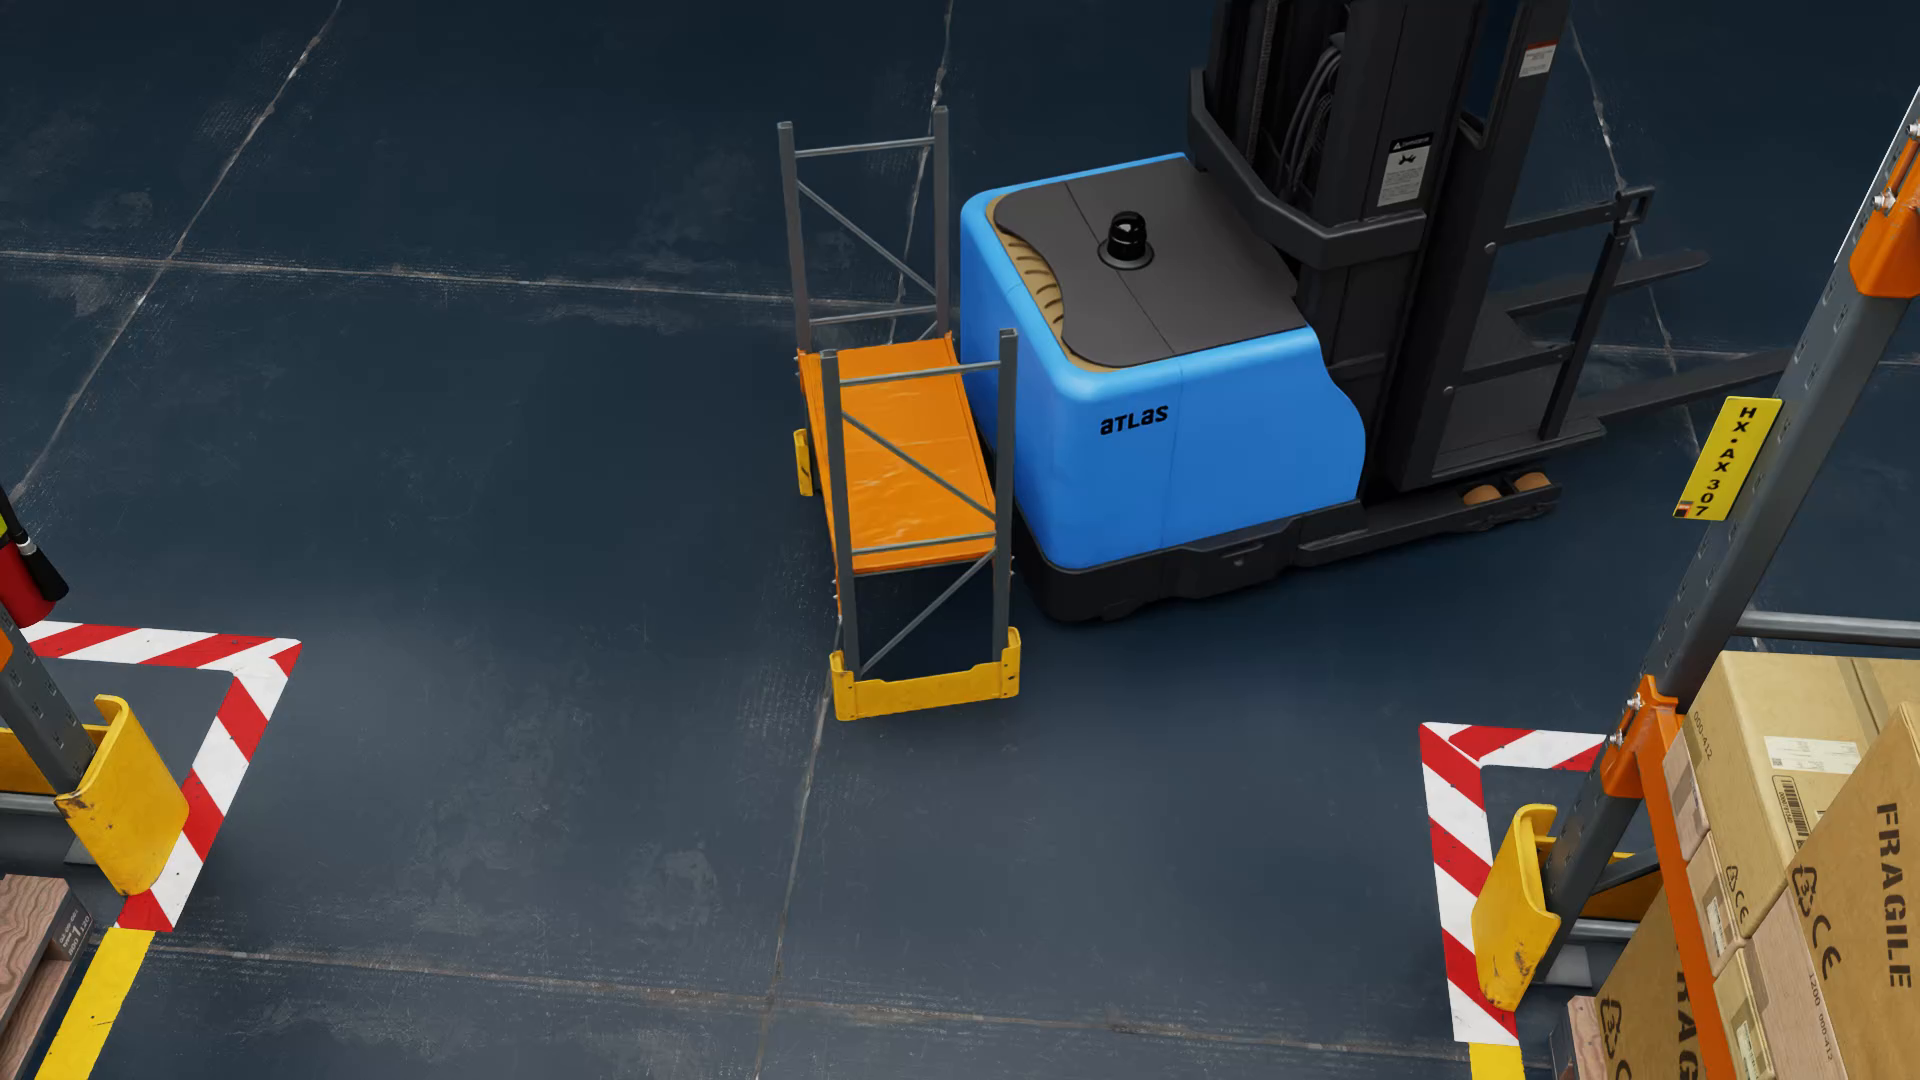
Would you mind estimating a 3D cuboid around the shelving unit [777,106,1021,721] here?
[{"bbox_3d":[-0.194,-0.364,5.066,0.587,1.500,1.083,-8,48,-7],"label":"shelving unit"}]

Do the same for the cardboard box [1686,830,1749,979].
[{"bbox_3d":[1.651,0.719,3.230,0.380,0.149,0.250,3,48,3],"label":"cardboard box"}]

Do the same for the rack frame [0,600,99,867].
[{"bbox_3d":[-2.899,-0.126,3.833,1.000,3.000,0.127,4,48,4],"label":"rack frame"}]

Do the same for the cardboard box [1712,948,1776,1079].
[{"bbox_3d":[1.628,0.907,3.058,0.380,0.149,0.250,3,48,3],"label":"cardboard box"}]

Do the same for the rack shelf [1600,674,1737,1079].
[{"bbox_3d":[1.851,1.919,2.449,1.077,0.370,4.000,4,48,4],"label":"rack shelf"}]

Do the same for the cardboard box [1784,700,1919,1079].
[{"bbox_3d":[1.675,0.606,2.555,0.500,0.500,0.500,3,48,3],"label":"cardboard box"}]

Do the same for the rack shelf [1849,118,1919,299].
[{"bbox_3d":[1.851,0.907,1.342,1.077,0.370,4.000,4,48,4],"label":"rack shelf"}]

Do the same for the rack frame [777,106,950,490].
[{"bbox_3d":[-0.282,-0.726,5.398,0.500,1.500,0.032,-8,48,-7],"label":"rack frame"}]

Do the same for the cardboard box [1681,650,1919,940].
[{"bbox_3d":[1.721,0.492,3.167,0.500,0.250,0.500,3,48,2],"label":"cardboard box"}]

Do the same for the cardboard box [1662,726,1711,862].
[{"bbox_3d":[1.672,0.530,3.402,0.380,0.149,0.250,4,48,4],"label":"cardboard box"}]

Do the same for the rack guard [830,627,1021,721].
[{"bbox_3d":[-0.106,0.420,5.197,0.587,0.250,0.087,-8,48,-7],"label":"rack guard"}]

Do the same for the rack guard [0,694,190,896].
[{"bbox_3d":[-2.910,0.699,4.772,1.175,0.500,0.348,4,48,4],"label":"rack guard"}]

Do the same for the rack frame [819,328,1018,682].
[{"bbox_3d":[-0.102,0.012,4.723,0.500,1.500,0.032,-8,48,-7],"label":"rack frame"}]

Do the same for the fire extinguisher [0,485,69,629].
[{"bbox_3d":[-2.433,-0.054,4.072,0.296,0.674,0.183,4,48,4],"label":"fire extinguisher"}]

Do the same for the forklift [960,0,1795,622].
[{"bbox_3d":[1.562,-1.376,5.022,3.031,2.935,1.130,-14,49,-12],"label":"forklift"}]

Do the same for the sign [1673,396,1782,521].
[{"bbox_3d":[1.481,-0.154,3.217,0.100,0.325,0.005,4,48,4],"label":"sign"}]

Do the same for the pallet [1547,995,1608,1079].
[{"bbox_3d":[2.038,1.741,4.015,1.003,0.211,1.213,4,48,4],"label":"pallet"}]

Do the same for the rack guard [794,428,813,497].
[{"bbox_3d":[-0.282,-0.304,5.858,0.587,0.250,0.087,-8,48,-7],"label":"rack guard"}]

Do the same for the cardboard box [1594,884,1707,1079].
[{"bbox_3d":[2.055,1.258,3.722,0.875,0.875,0.875,4,48,4],"label":"cardboard box"}]

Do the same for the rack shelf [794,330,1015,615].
[{"bbox_3d":[-0.192,-0.236,5.193,0.538,0.185,1.000,-8,48,-7],"label":"rack shelf"}]

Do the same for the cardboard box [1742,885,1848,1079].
[{"bbox_3d":[1.680,0.874,2.818,0.500,0.250,0.500,3,48,3],"label":"cardboard box"}]

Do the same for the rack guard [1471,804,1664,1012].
[{"bbox_3d":[2.036,1.033,4.466,1.175,0.500,0.348,4,48,4],"label":"rack guard"}]

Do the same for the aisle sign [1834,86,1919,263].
[{"bbox_3d":[1.741,-0.743,2.635,0.394,0.787,0.004,4,48,4],"label":"aisle sign"}]

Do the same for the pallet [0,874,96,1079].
[{"bbox_3d":[-3.013,1.418,4.310,1.003,0.211,1.213,4,48,4],"label":"pallet"}]

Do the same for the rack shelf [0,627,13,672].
[{"bbox_3d":[-3.081,1.586,2.754,1.077,0.370,4.000,4,48,4],"label":"rack shelf"}]

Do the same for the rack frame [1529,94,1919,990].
[{"bbox_3d":[2.033,0.207,3.528,1.000,3.000,0.127,4,48,4],"label":"rack frame"}]
